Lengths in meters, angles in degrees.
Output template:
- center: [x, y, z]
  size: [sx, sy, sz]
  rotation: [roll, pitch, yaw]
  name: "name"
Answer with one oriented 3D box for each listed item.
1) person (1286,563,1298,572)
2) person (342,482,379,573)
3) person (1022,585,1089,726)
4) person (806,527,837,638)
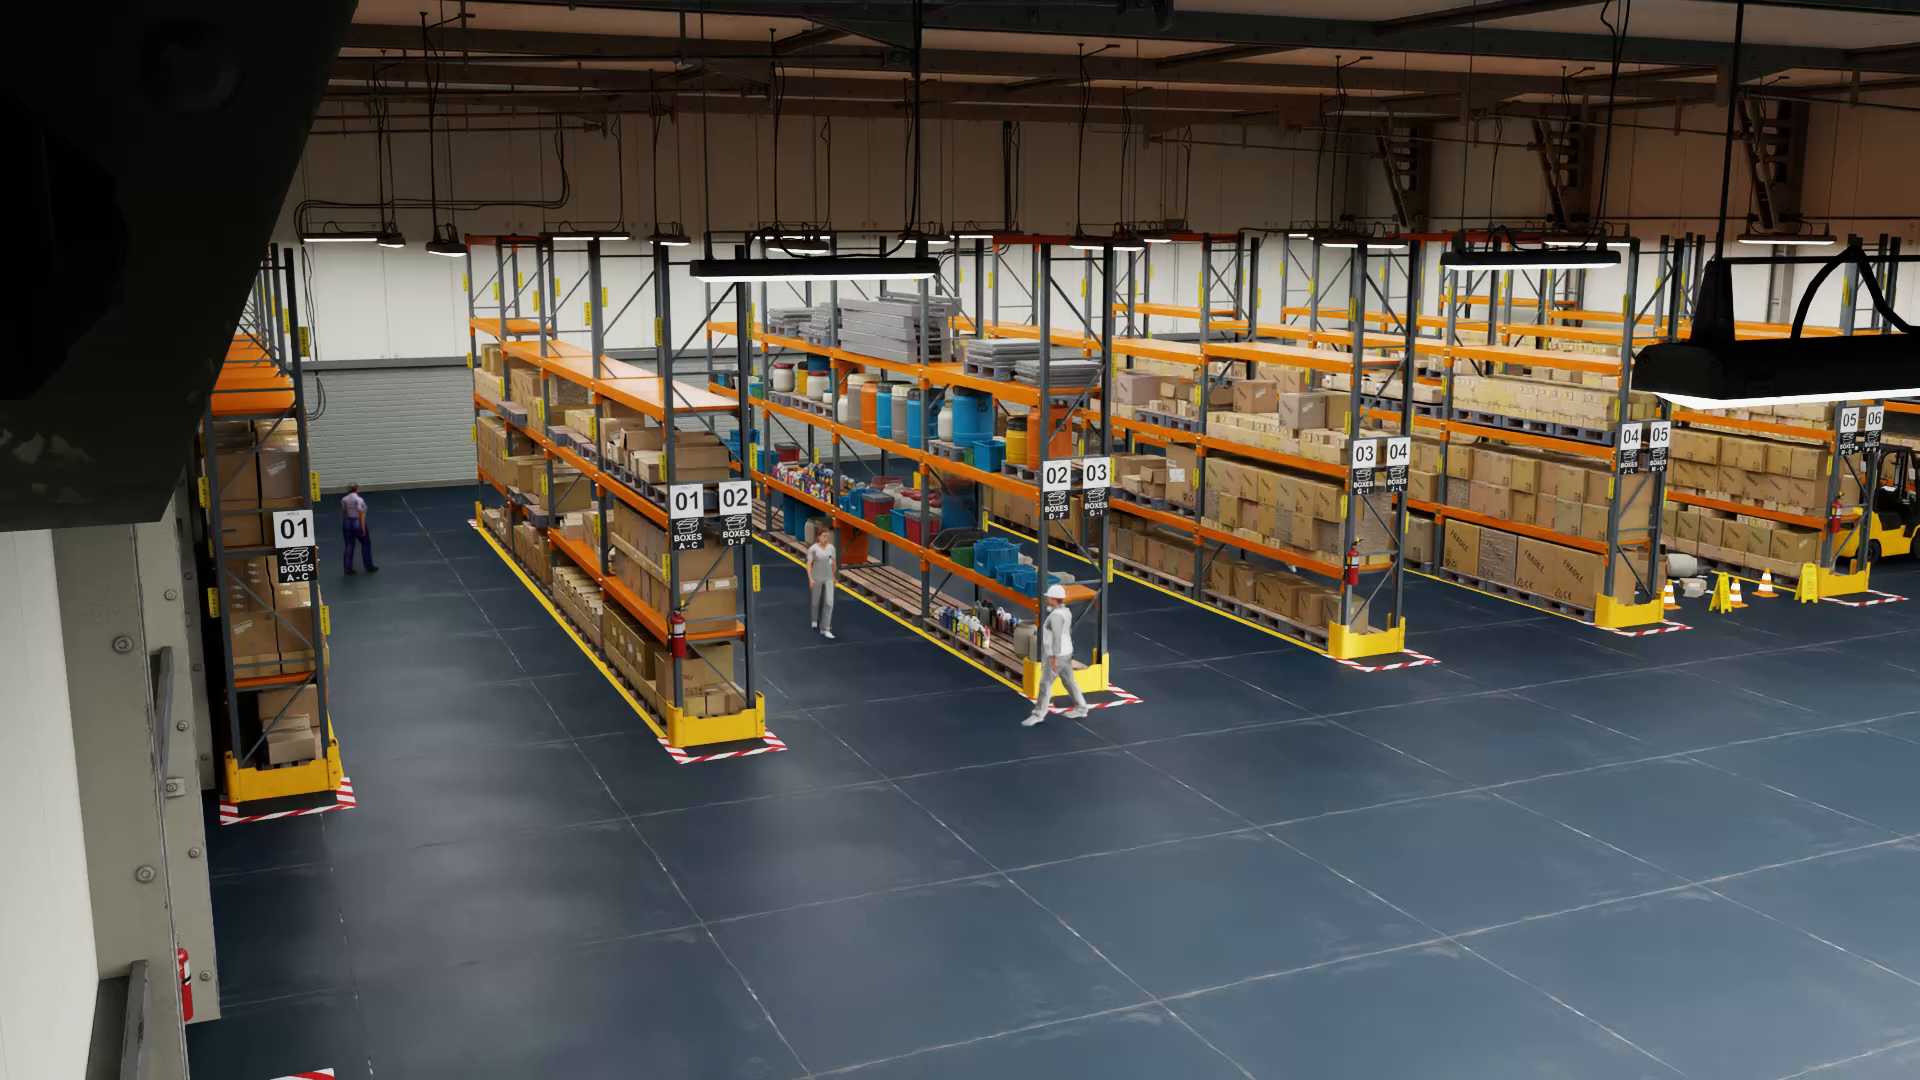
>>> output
- center: [6.097, -0.284, 30.286]
  size: [0.490, 1.725, 0.537]
  rotation: [-4, 12, -21]
  name: "person"
- center: [-10.890, -0.226, 30.024]
  size: [0.513, 1.639, 0.657]
  rotation: [4, 12, 18]
  name: "person"
- center: [1.224, 1.446, 21.114]
  size: [0.832, 1.769, 0.557]
  rotation: [1, 11, 7]
  name: "person"
- center: [-2.114, 0.629, 25.635]
  size: [0.517, 1.666, 0.754]
  rotation: [-5, 12, -23]
  name: "person"
